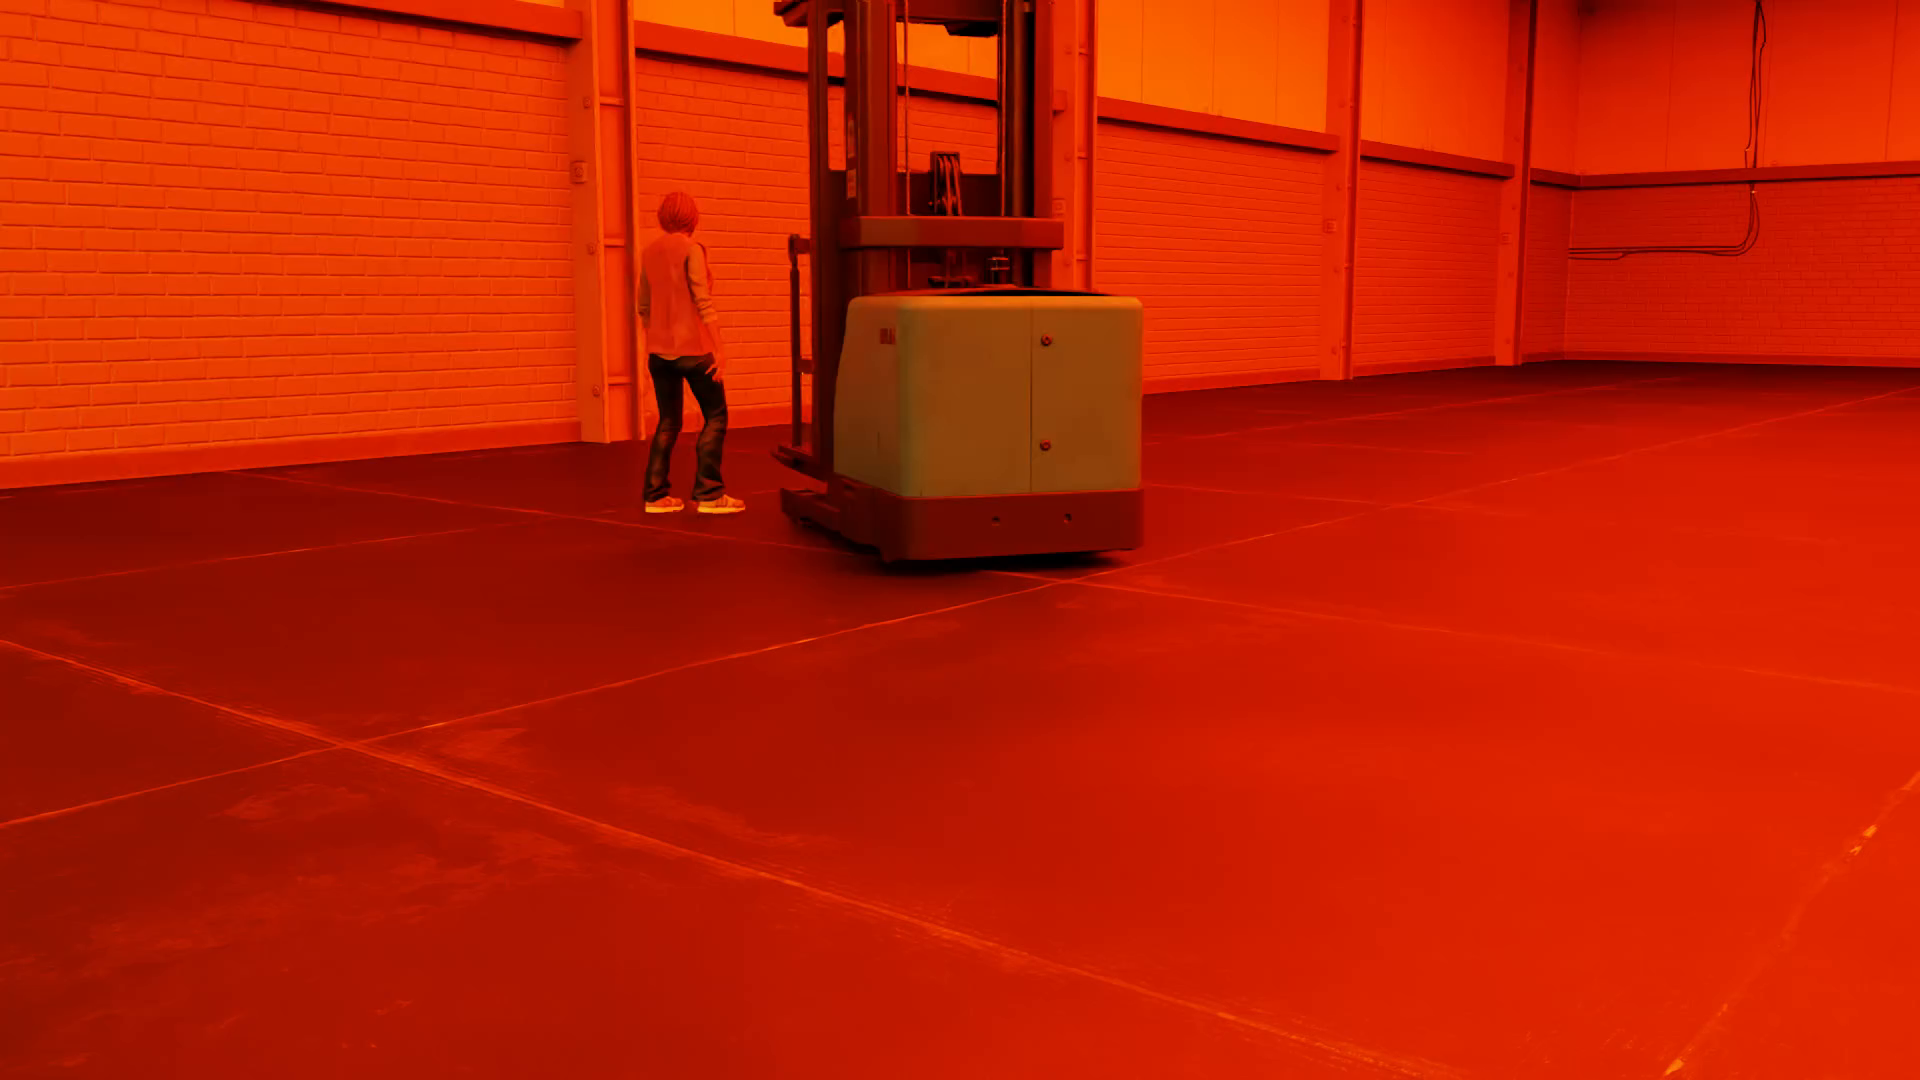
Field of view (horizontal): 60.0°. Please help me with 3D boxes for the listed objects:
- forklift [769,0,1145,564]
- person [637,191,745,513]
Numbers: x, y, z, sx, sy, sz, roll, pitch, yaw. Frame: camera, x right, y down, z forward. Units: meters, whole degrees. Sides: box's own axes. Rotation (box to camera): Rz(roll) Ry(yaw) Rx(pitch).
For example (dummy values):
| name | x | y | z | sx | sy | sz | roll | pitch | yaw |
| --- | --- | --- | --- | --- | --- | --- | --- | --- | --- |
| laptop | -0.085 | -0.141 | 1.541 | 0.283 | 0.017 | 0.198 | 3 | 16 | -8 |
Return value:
| name | x | y | z | sx | sy | sz | roll | pitch | yaw |
| --- | --- | --- | --- | --- | --- | --- | --- | --- | --- |
| forklift | -0.226 | -1.529 | 7.730 | 1.130 | 2.935 | 3.031 | -3 | 9 | -19 |
| person | -1.336 | -0.914 | 8.203 | 0.595 | 1.579 | 0.449 | 5 | 10 | 33 |
